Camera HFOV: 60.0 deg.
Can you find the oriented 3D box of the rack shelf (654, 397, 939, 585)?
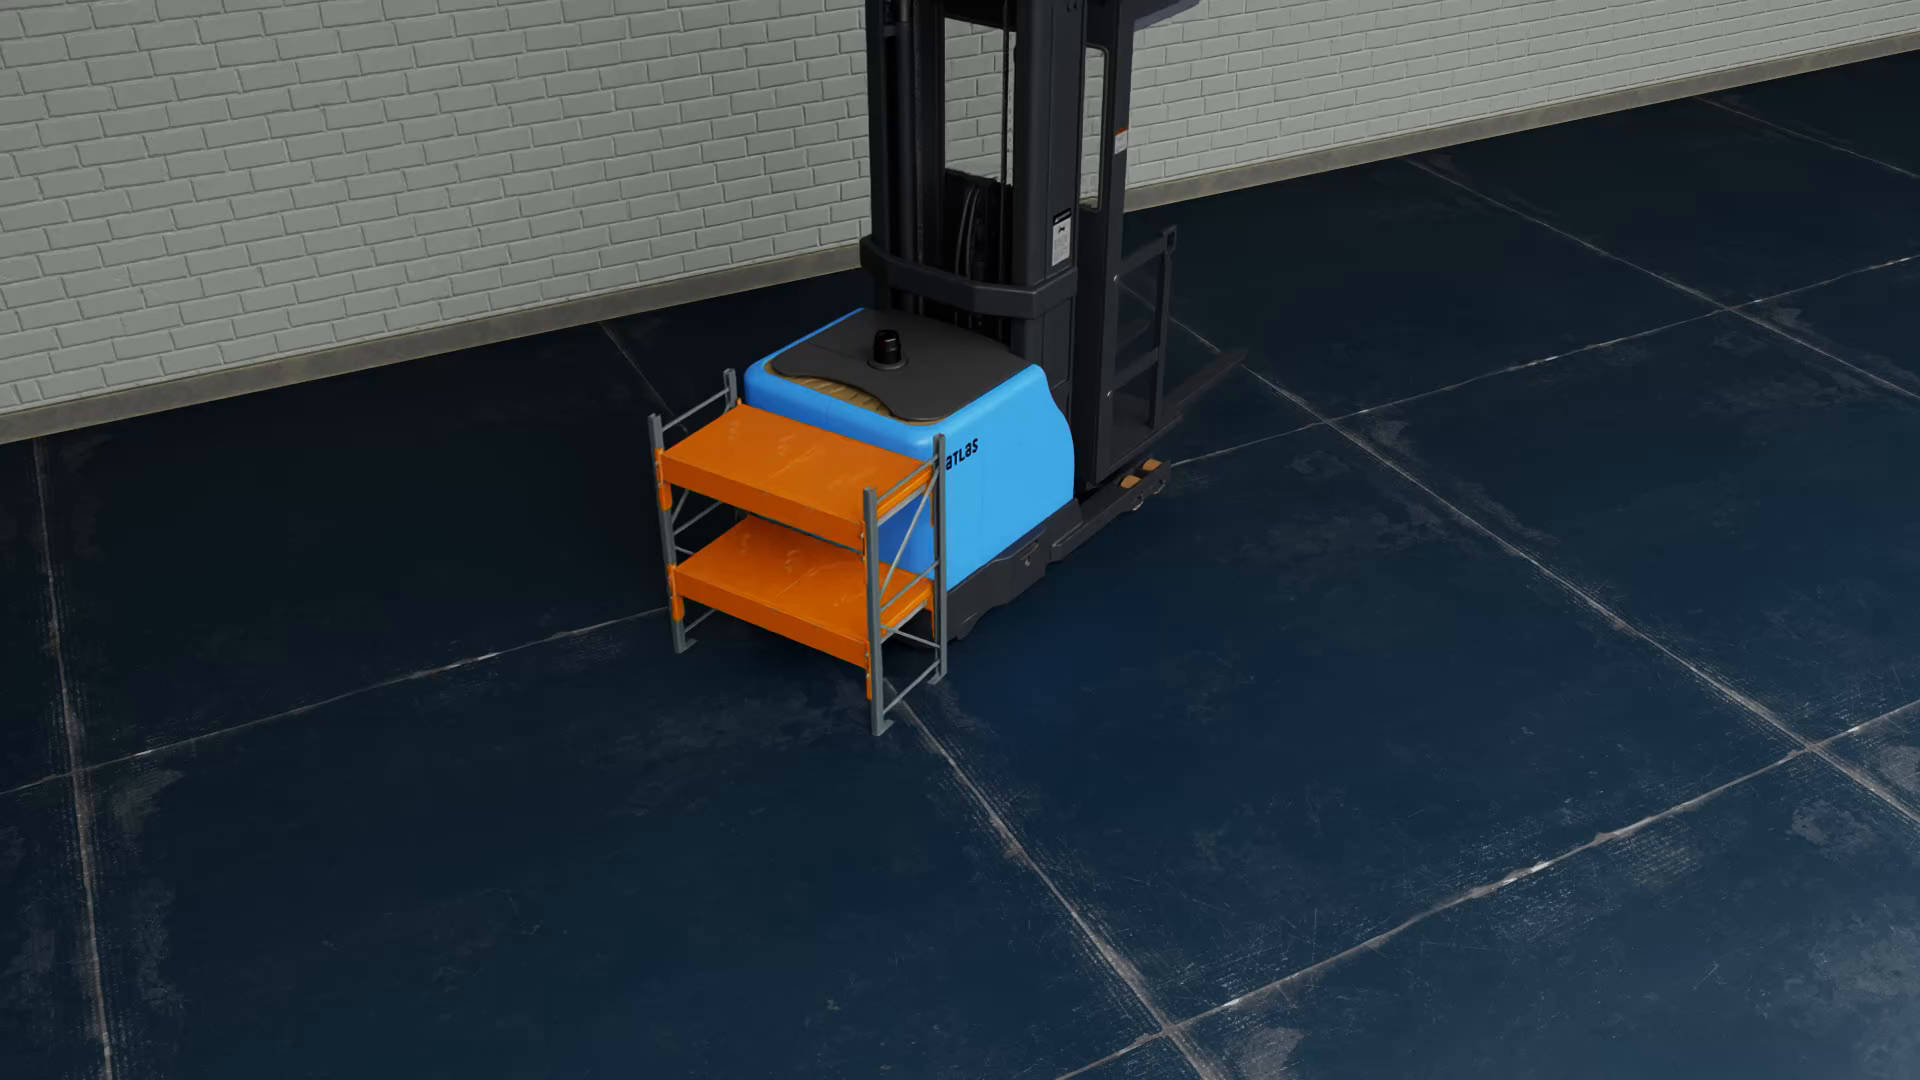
[{"bbox_3d":[-0.629,-0.209,6.491,1.000,0.278,0.538,19,37,27],"label":"rack shelf"}]

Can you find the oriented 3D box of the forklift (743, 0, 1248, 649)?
[{"bbox_3d":[0.371,-1.520,7.406,1.130,2.935,3.031,22,39,30],"label":"forklift"}]

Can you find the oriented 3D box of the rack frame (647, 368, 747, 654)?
[{"bbox_3d":[-1.058,-0.110,6.879,0.032,1.125,0.500,19,37,27],"label":"rack frame"}]

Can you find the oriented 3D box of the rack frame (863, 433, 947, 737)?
[{"bbox_3d":[-0.201,0.185,6.419,0.032,1.125,0.500,19,37,27],"label":"rack frame"}]

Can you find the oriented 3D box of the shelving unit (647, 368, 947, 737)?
[{"bbox_3d":[-0.629,0.037,6.649,1.048,1.125,0.538,19,37,27],"label":"shelving unit"}]

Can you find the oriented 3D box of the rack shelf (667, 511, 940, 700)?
[{"bbox_3d":[-0.629,0.243,6.781,1.000,0.278,0.538,19,37,27],"label":"rack shelf"}]
